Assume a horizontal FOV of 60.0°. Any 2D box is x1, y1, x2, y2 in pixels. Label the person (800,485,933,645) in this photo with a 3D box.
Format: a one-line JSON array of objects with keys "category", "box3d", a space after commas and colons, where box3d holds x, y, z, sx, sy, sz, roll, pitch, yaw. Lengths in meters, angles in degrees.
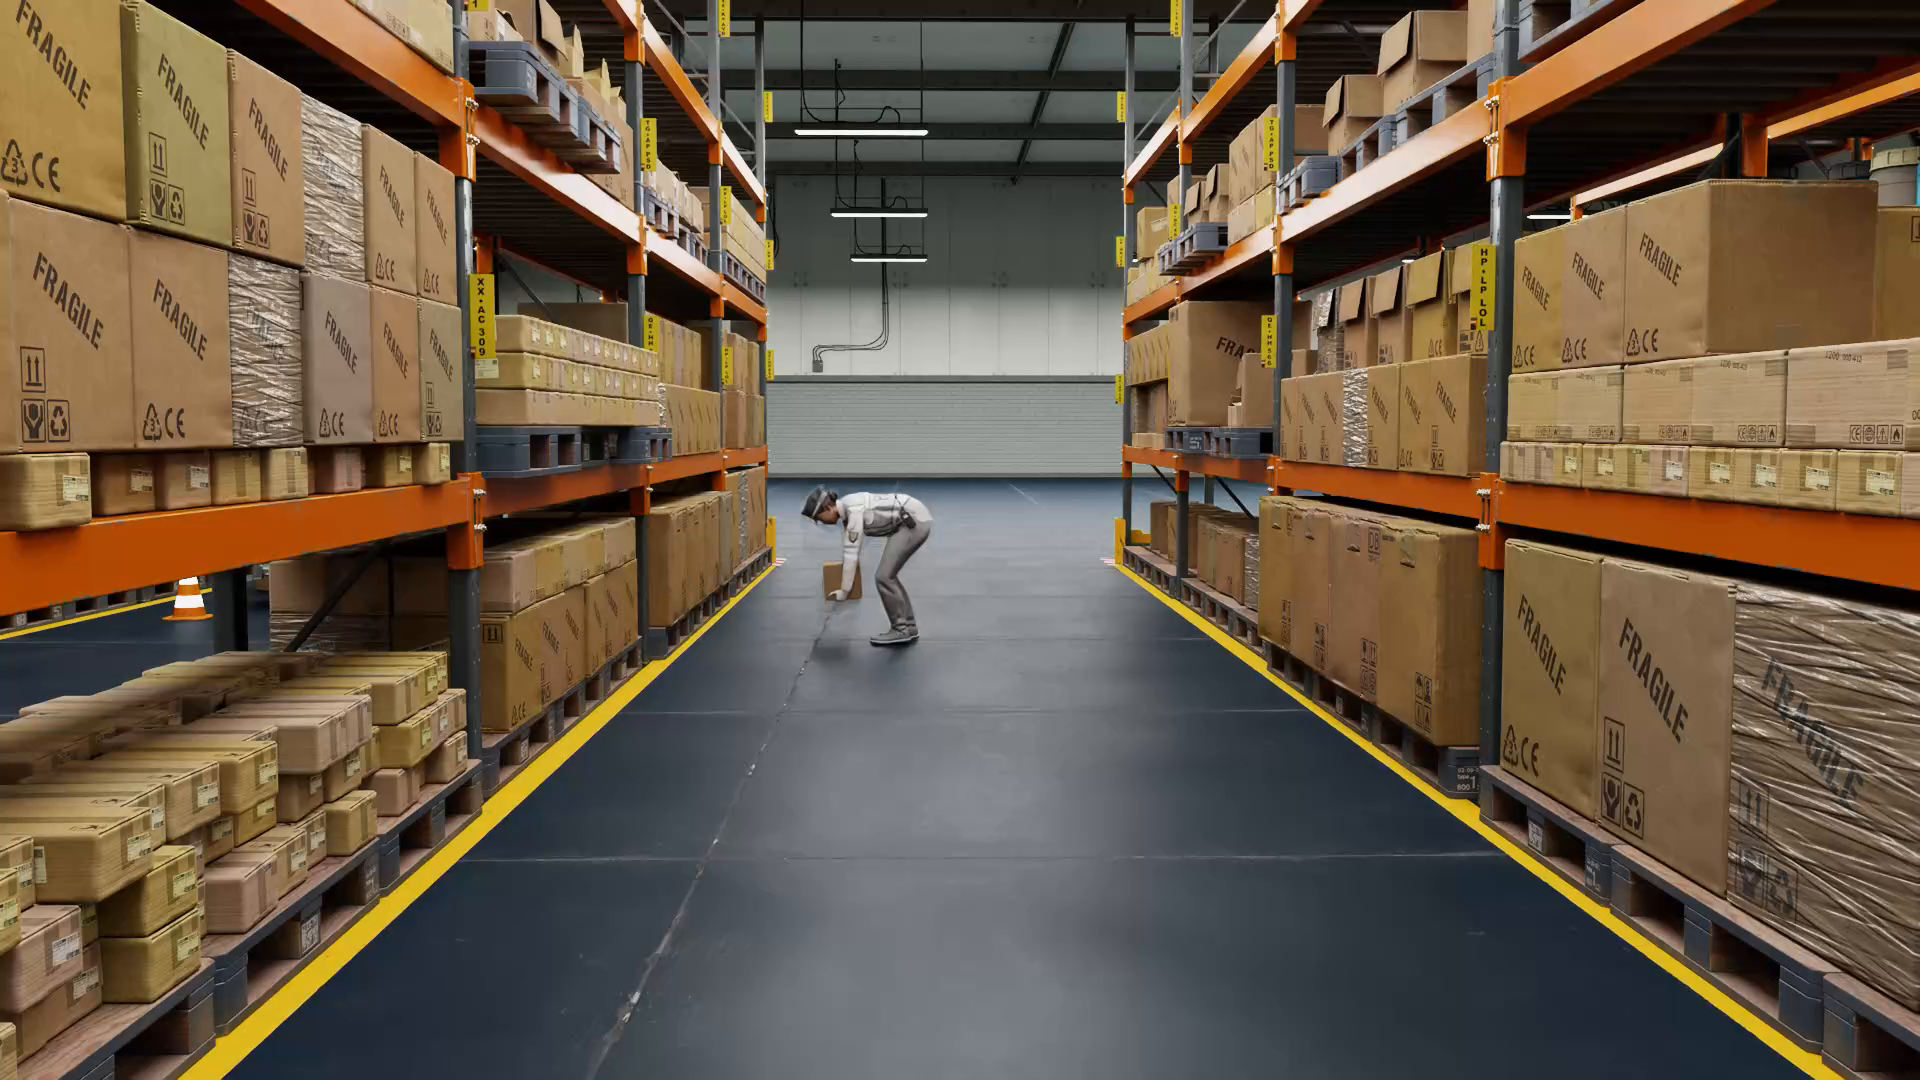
[{"category": "person", "box3d": [-0.652, 0.170, 11.635, 0.926, 1.108, 0.415, 0, 4, -3]}]
